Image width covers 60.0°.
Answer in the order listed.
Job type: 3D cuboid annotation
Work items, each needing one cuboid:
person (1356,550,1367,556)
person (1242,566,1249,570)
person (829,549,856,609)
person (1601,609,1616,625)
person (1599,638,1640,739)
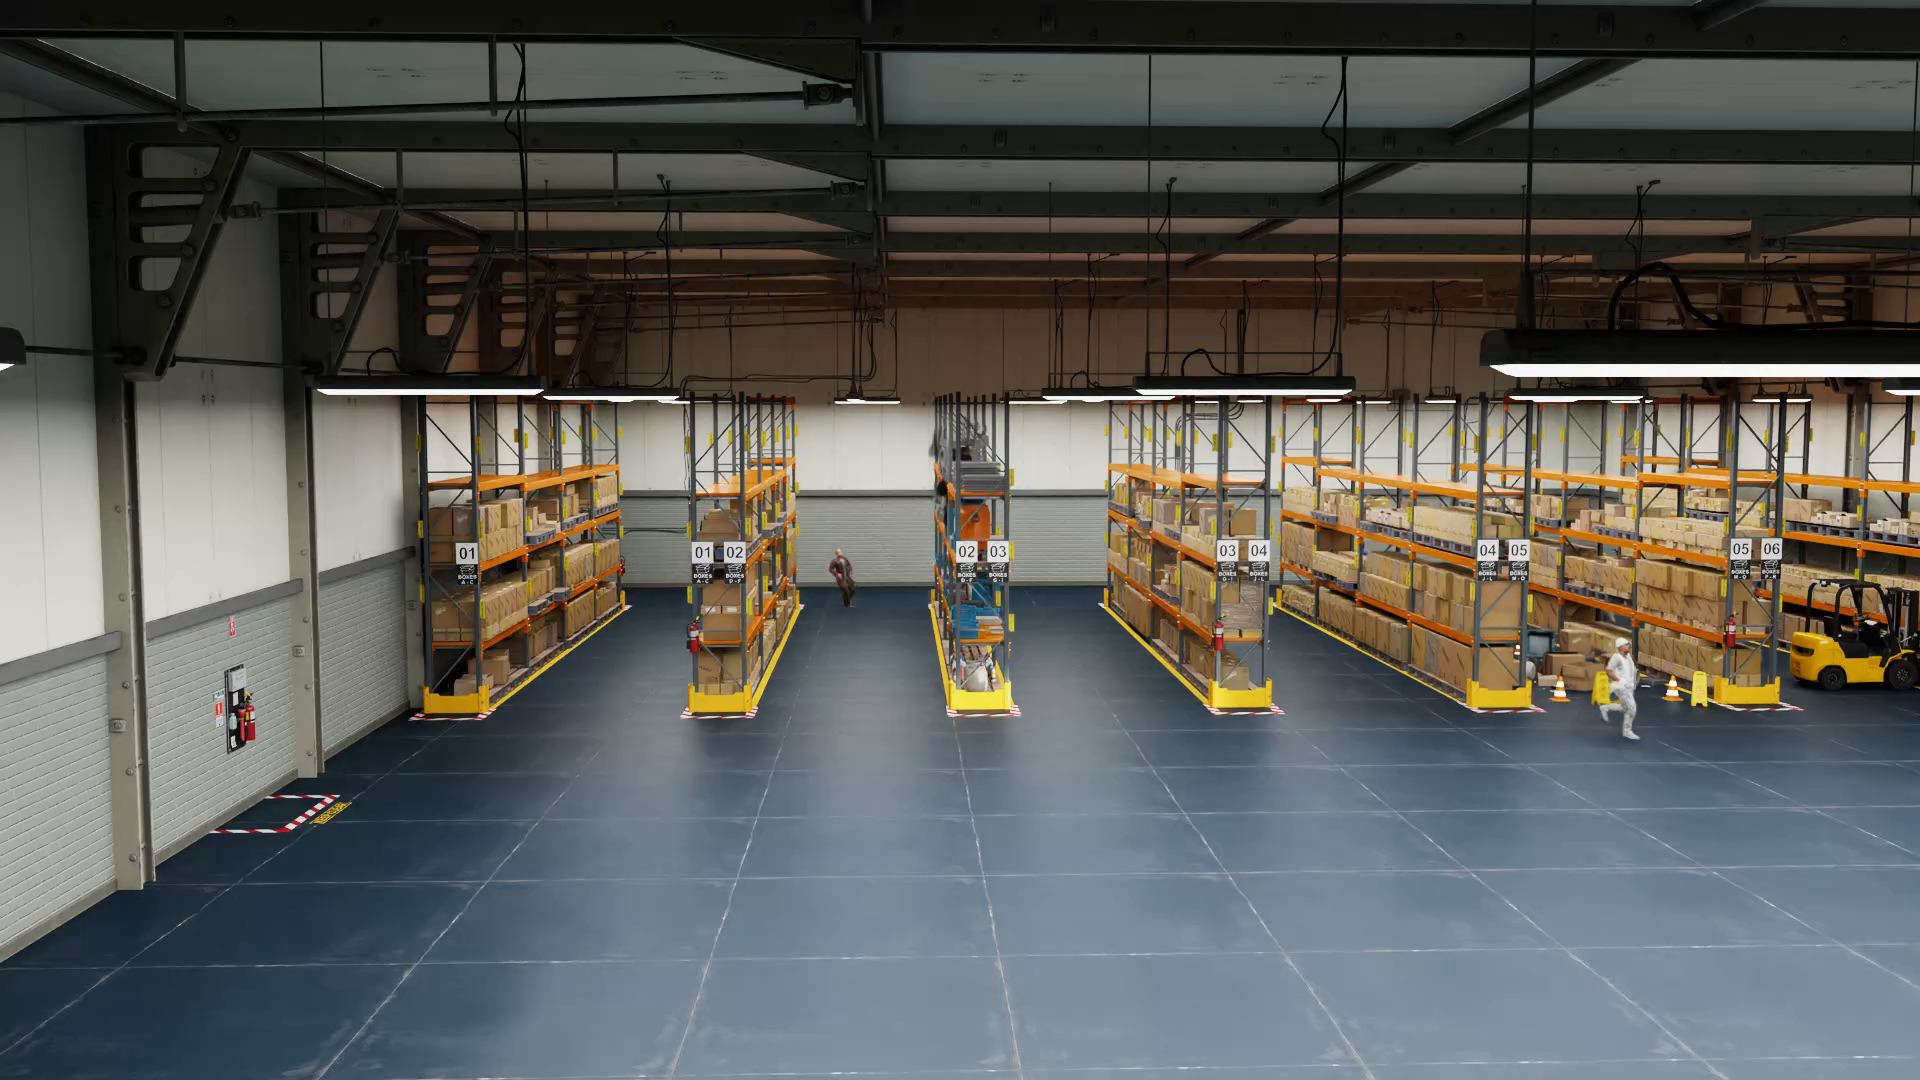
[{"bbox_3d":[12.018,0.888,49.988,0.920,1.658,0.582,-2,5,-27],"label":"person"},{"bbox_3d":[7.957,1.133,46.476,0.673,1.729,0.604,0,5,3],"label":"person"},{"bbox_3d":[-3.311,1.107,47.095,0.797,1.710,0.532,-4,6,-40],"label":"person"},{"bbox_3d":[16.663,1.389,42.806,0.703,1.747,0.992,-1,5,-12],"label":"person"},{"bbox_3d":[11.474,2.561,28.919,0.758,1.736,0.697,4,6,41],"label":"person"}]
